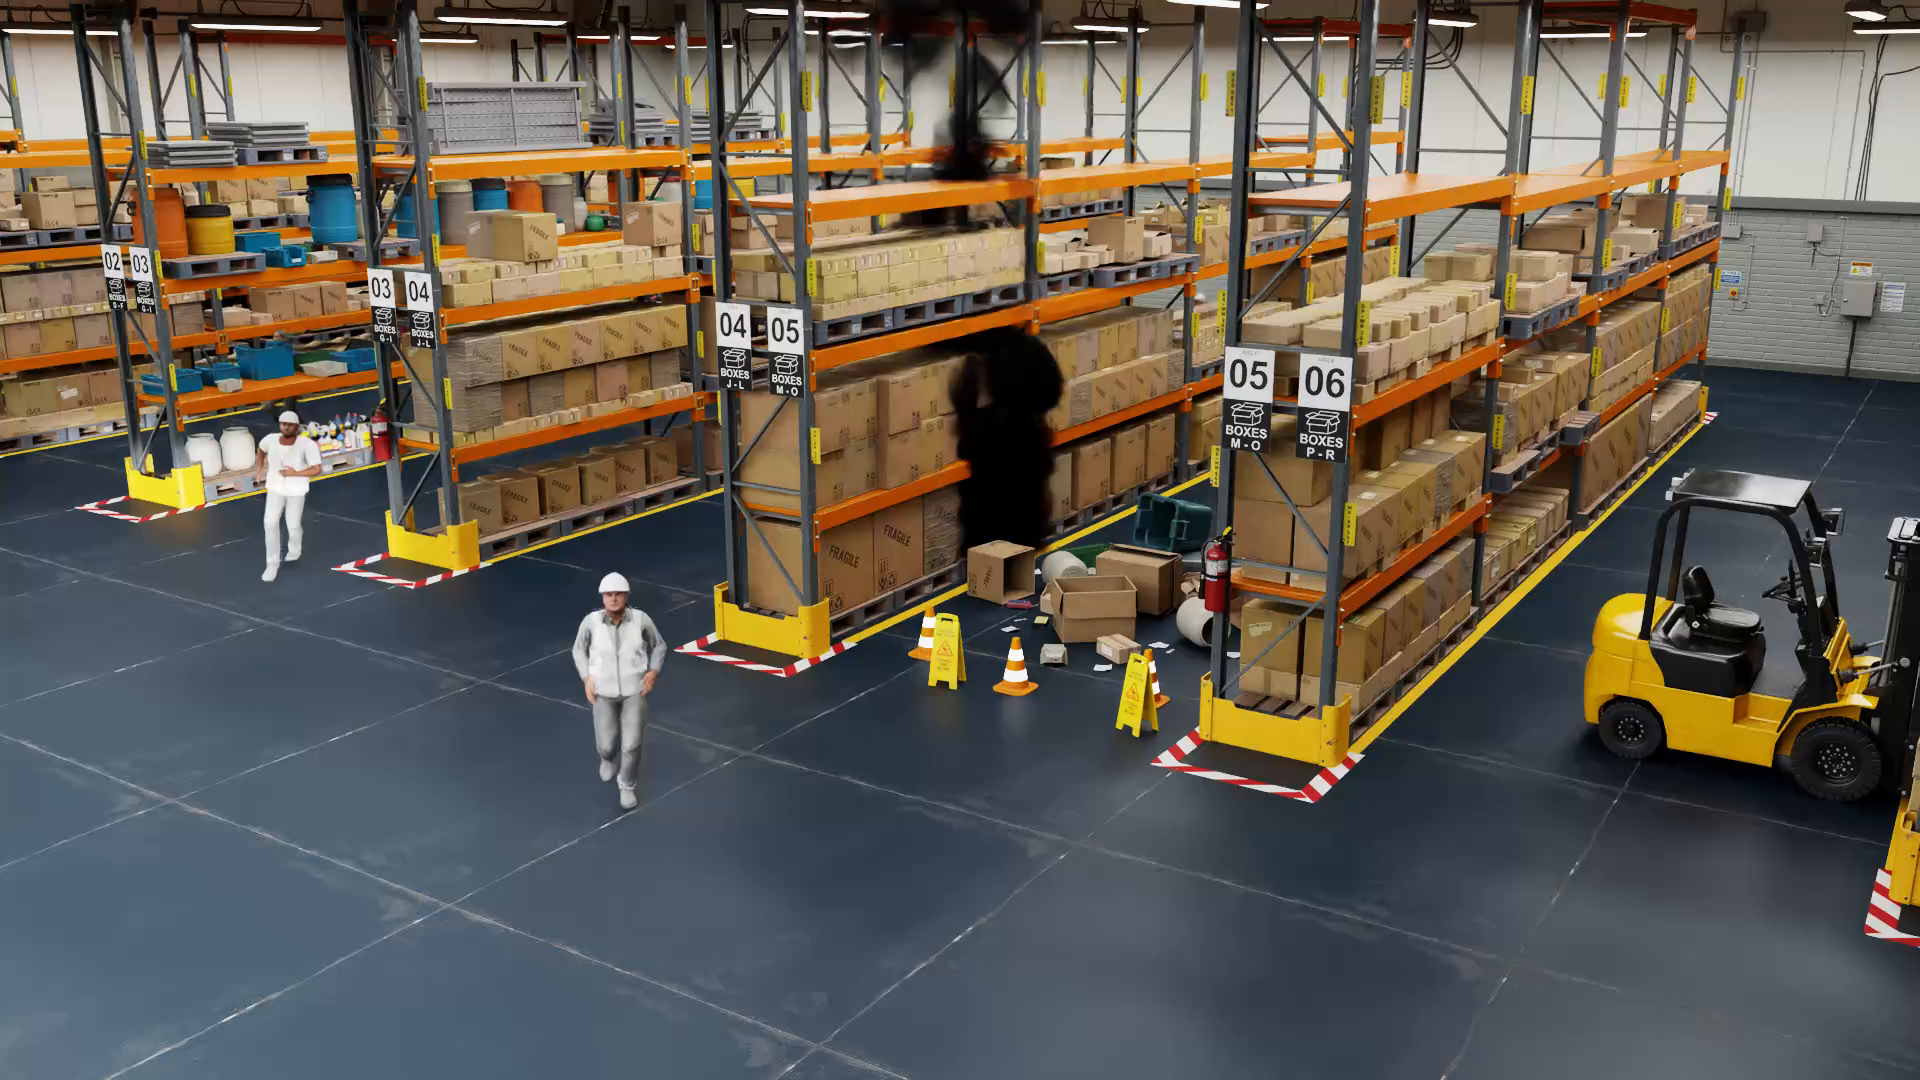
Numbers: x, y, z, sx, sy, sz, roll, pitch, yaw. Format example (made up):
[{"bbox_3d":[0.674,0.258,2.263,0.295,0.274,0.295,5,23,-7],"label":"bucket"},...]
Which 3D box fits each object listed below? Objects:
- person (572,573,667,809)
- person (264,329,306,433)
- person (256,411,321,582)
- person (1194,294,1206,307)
[{"bbox_3d":[-2.472,1.069,12.164,0.679,1.748,0.579,-3,16,-12],"label":"person"},{"bbox_3d":[-9.895,-2.245,24.249,0.550,1.606,0.646,7,17,23],"label":"person"},{"bbox_3d":[-7.174,-0.513,17.827,0.706,1.788,0.782,-3,16,-11],"label":"person"},{"bbox_3d":[3.990,-3.174,27.399,0.701,1.759,0.688,14,21,42],"label":"person"}]
